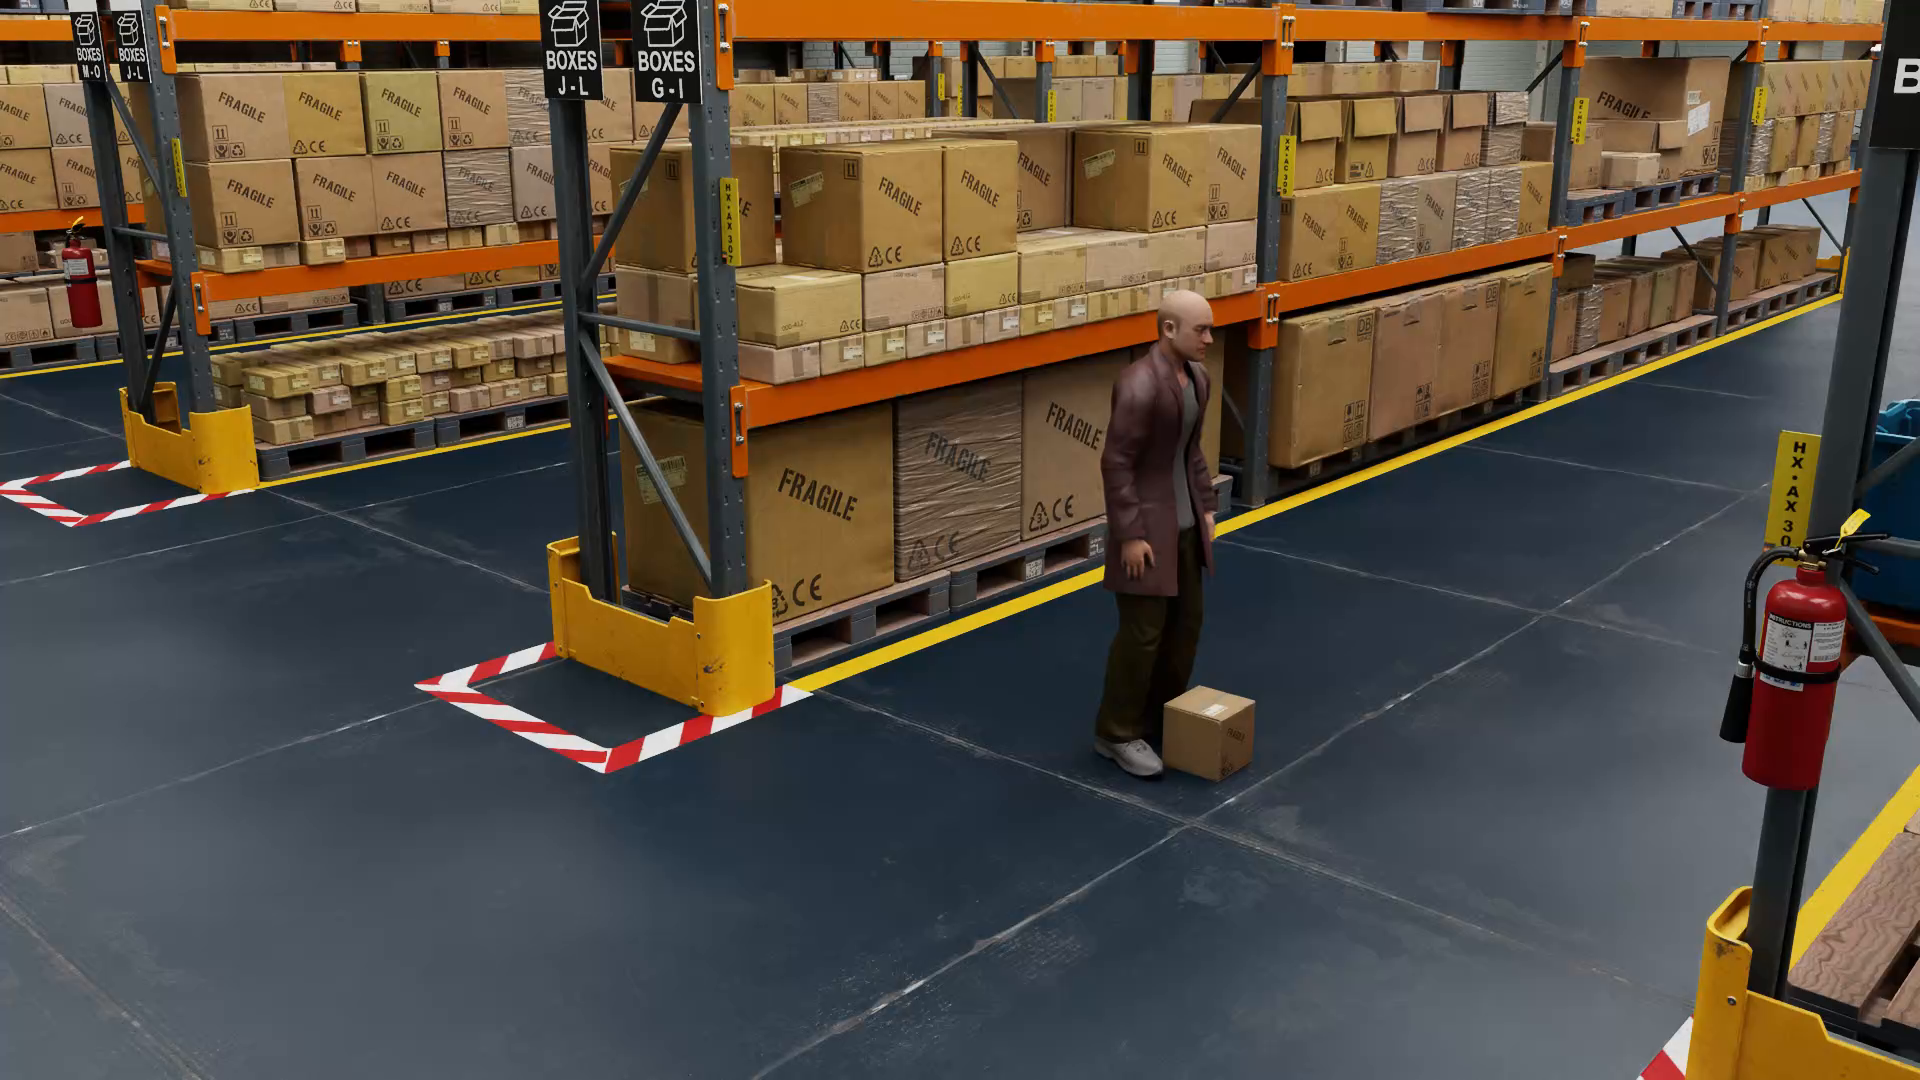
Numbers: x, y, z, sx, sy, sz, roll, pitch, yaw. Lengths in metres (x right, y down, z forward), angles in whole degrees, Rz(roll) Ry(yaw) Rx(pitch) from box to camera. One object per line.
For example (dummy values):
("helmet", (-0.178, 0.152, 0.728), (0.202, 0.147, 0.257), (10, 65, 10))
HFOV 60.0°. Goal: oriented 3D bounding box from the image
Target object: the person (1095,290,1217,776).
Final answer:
("person", (0.761, -0.050, 6.235), (0.422, 1.774, 0.654), (13, 21, 37))
